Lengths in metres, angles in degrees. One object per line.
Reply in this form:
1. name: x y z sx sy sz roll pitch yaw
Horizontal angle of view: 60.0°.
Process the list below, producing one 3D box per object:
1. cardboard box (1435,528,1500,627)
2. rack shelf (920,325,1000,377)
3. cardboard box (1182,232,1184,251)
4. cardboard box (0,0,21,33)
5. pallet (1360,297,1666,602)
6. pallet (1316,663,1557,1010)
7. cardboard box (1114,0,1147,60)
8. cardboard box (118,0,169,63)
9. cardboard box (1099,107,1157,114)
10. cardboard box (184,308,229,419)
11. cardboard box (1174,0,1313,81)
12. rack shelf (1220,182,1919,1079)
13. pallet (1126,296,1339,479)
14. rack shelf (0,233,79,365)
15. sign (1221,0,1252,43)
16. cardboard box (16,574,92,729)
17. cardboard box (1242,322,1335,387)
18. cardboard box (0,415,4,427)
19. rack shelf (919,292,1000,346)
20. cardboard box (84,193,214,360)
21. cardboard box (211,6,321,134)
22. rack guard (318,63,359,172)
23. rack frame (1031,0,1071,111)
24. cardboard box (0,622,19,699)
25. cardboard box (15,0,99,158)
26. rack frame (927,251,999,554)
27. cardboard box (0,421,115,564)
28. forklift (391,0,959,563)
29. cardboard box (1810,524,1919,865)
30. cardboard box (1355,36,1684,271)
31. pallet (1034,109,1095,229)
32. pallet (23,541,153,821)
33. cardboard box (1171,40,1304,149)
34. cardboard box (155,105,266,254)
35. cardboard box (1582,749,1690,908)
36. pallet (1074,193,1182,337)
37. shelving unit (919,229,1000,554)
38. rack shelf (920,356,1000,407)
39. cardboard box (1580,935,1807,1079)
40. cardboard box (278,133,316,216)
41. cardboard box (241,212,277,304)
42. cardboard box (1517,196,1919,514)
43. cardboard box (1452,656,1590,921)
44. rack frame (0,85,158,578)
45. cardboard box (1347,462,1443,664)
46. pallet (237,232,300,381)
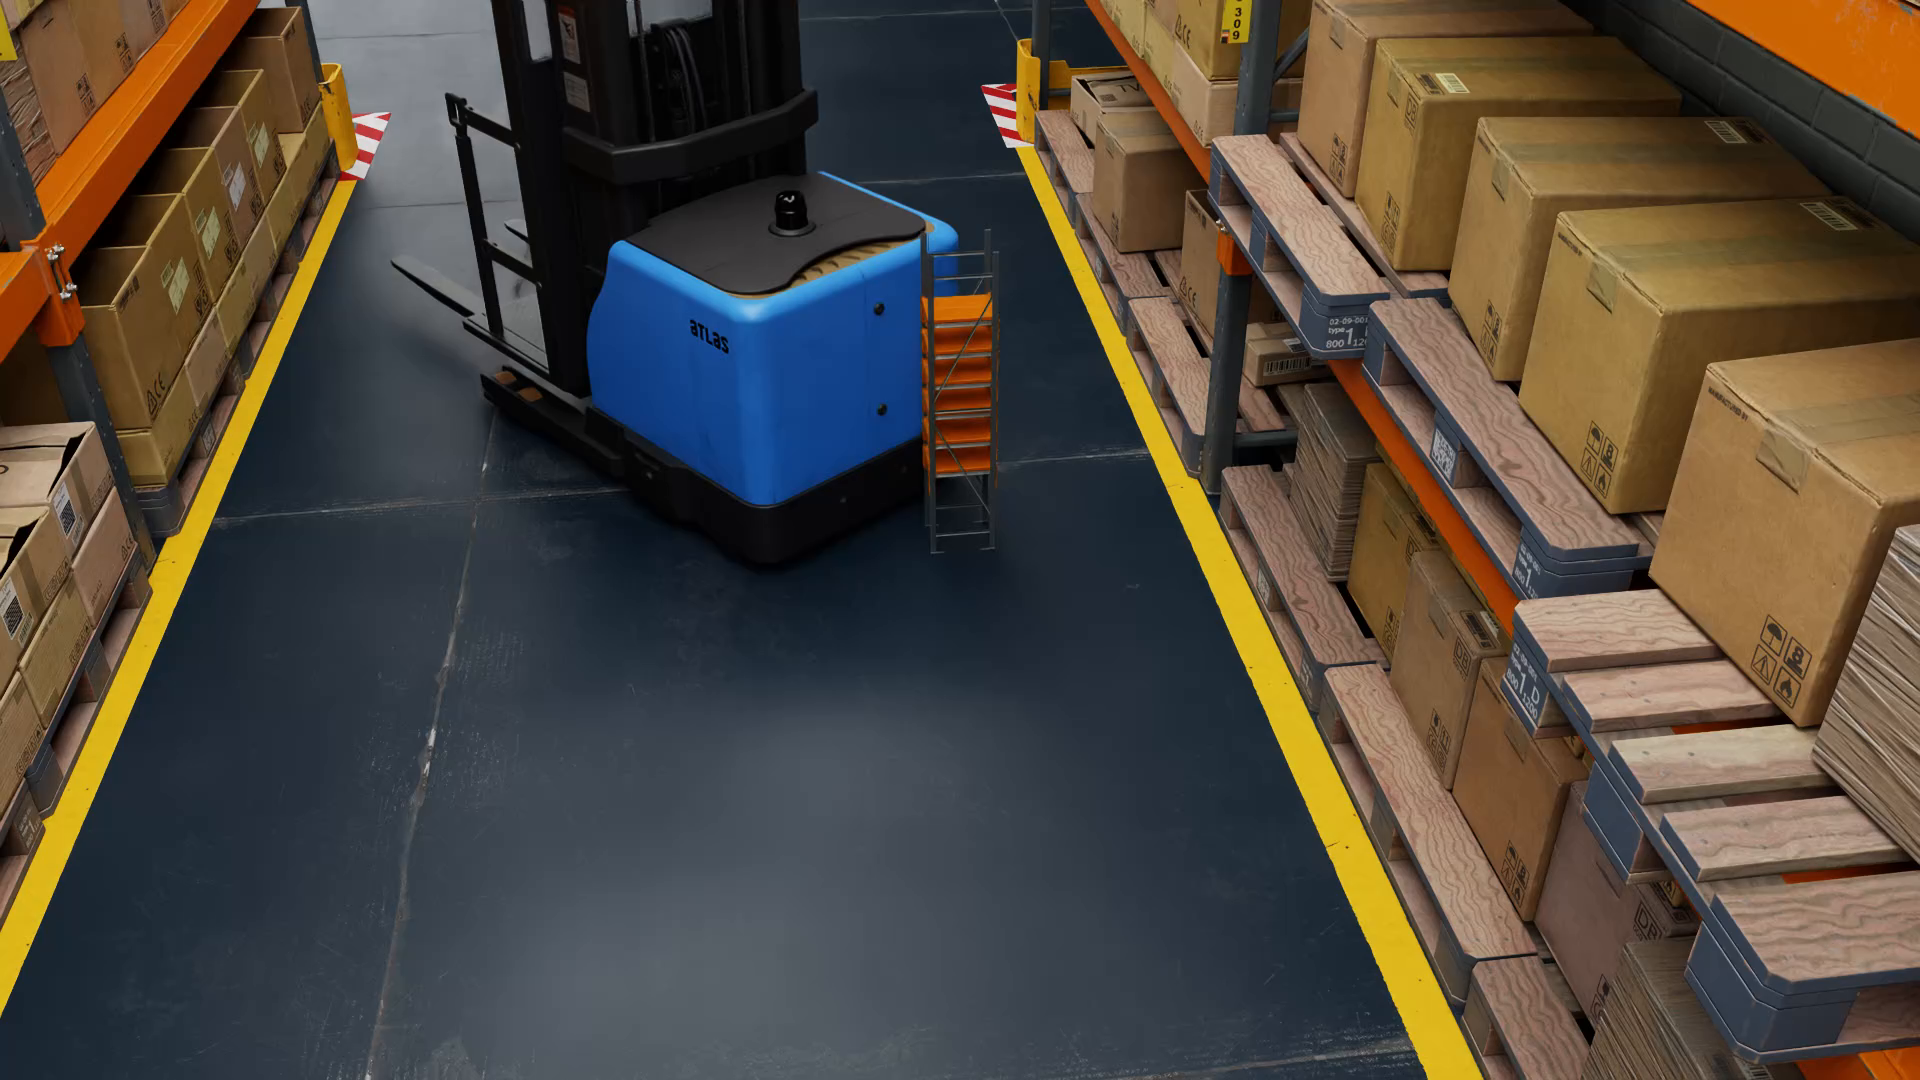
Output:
1. cardboard box: 1.705 0.008 4.738 0.500 0.250 0.500 -5 35 -8
2. rack shelf: -0.002 -0.665 5.814 0.258 0.103 0.180 -4 35 -6
3. cardboard box: 1.258 -1.376 7.746 0.380 0.149 0.250 -7 35 -10
4. cardboard box: -3.333 -1.715 5.438 0.380 0.149 0.250 -4 34 -6
5. pallet: 1.684 -0.268 4.151 1.003 0.211 1.213 -4 35 -6
6. pallet: 1.727 0.791 4.902 1.003 0.211 1.213 -4 35 -6
7. cardboard box: 0.948 -2.224 6.965 0.500 0.250 0.500 -5 35 -7
8. cardboard box: -3.732 -2.249 6.798 0.700 0.500 0.500 -3 34 -5
9. cardboard box: 0.996 -2.070 8.621 0.500 0.311 0.500 -2 34 -2
10. cardboard box: -3.279 -0.699 6.681 0.500 0.250 0.500 -4 35 -6
11. cardboard box: 1.083 -1.975 5.934 0.500 0.500 0.500 -4 35 -6
12. rack shelf: 1.722 -0.065 4.320 1.077 0.370 4.000 -4 35 -6
13. pallet: 1.328 -0.698 7.087 1.003 0.211 1.213 -4 35 -6
14. rack shelf: -3.186 0.312 3.767 1.077 0.370 4.000 -4 35 -6
15. sign: 0.917 -1.791 5.445 0.100 0.325 0.005 -4 35 -6
16. cardboard box: -3.046 0.354 5.136 0.500 0.250 0.500 -5 35 -7
17. cardboard box: 1.352 -0.785 6.864 0.380 0.166 0.250 -9 35 -13
18. cardboard box: -3.734 -0.380 6.213 0.500 0.250 0.500 -4 35 -6
19. rack shelf: -0.002 -0.765 5.746 0.258 0.103 0.180 -4 35 -6
20. cardboard box: -3.282 -1.009 6.470 0.500 0.500 0.500 -4 35 -6
21. cardboard box: -3.626 -2.404 8.516 0.500 0.500 0.500 -4 35 -6
22. rack guard: -3.996 -2.314 9.201 1.175 0.500 0.348 -4 35 -6
23. rack frame: 0.915 -3.710 9.031 1.000 3.000 0.127 -4 35 -6
24. cardboard box: -2.975 0.403 4.566 0.500 0.311 0.500 -4 35 -7
25. cardboard box: -3.598 -1.683 5.968 0.700 0.500 0.500 -5 35 -7
26. rack frame: 0.010 -0.453 5.849 0.240 1.200 0.006 -4 35 -6
27. cardboard box: -3.116 -0.166 5.400 0.500 0.311 0.500 -4 35 -6
28. forklift: -1.374 -1.861 6.378 1.130 2.935 3.031 -29 44 -35
29. cardboard box: 1.918 0.269 2.712 0.700 0.500 0.500 -8 35 -12
30. cardboard box: 1.556 -1.102 4.724 0.700 0.500 0.500 -1 34 -1
31. pallet: 1.000 -2.060 9.085 1.003 0.211 1.213 -4 35 -6
32. pallet: -3.317 0.460 5.388 1.003 0.211 1.213 -4 35 -6
33. cardboard box: 1.089 -1.666 6.146 0.500 0.250 0.500 -4 35 -6
34. cardboard box: -3.411 -1.567 7.289 0.500 0.500 0.500 -4 35 -6
35. cardboard box: 1.828 0.575 3.906 0.500 0.250 0.500 -4 34 -5
36. pallet: 1.161 -1.380 8.088 1.003 0.211 1.213 -4 35 -6
37. shelving unit: -0.002 -0.504 5.924 0.258 1.200 0.189 -4 35 -6
38. rack shelf: -0.002 -0.566 5.881 0.258 0.103 0.180 -4 35 -6
39. cardboard box: 1.843 1.207 3.644 0.700 0.500 0.500 -4 34 -6
40. cardboard box: -3.549 -1.815 8.319 0.500 0.250 0.500 -4 35 -6
41. cardboard box: -3.414 -1.257 7.500 0.500 0.250 0.500 -4 35 -6
42. cardboard box: 1.729 -0.424 3.730 0.700 0.500 0.500 -4 35 -6
43. cardboard box: 1.794 0.636 4.482 0.700 0.500 0.500 -5 35 -7
44. rack frame: -3.455 -1.101 5.202 1.000 3.000 0.127 -4 35 -6
45. cardboard box: 1.688 0.067 5.317 0.700 0.500 0.500 -5 35 -7
46. pallet: -3.688 -1.078 7.644 1.003 0.211 1.213 -4 35 -6
